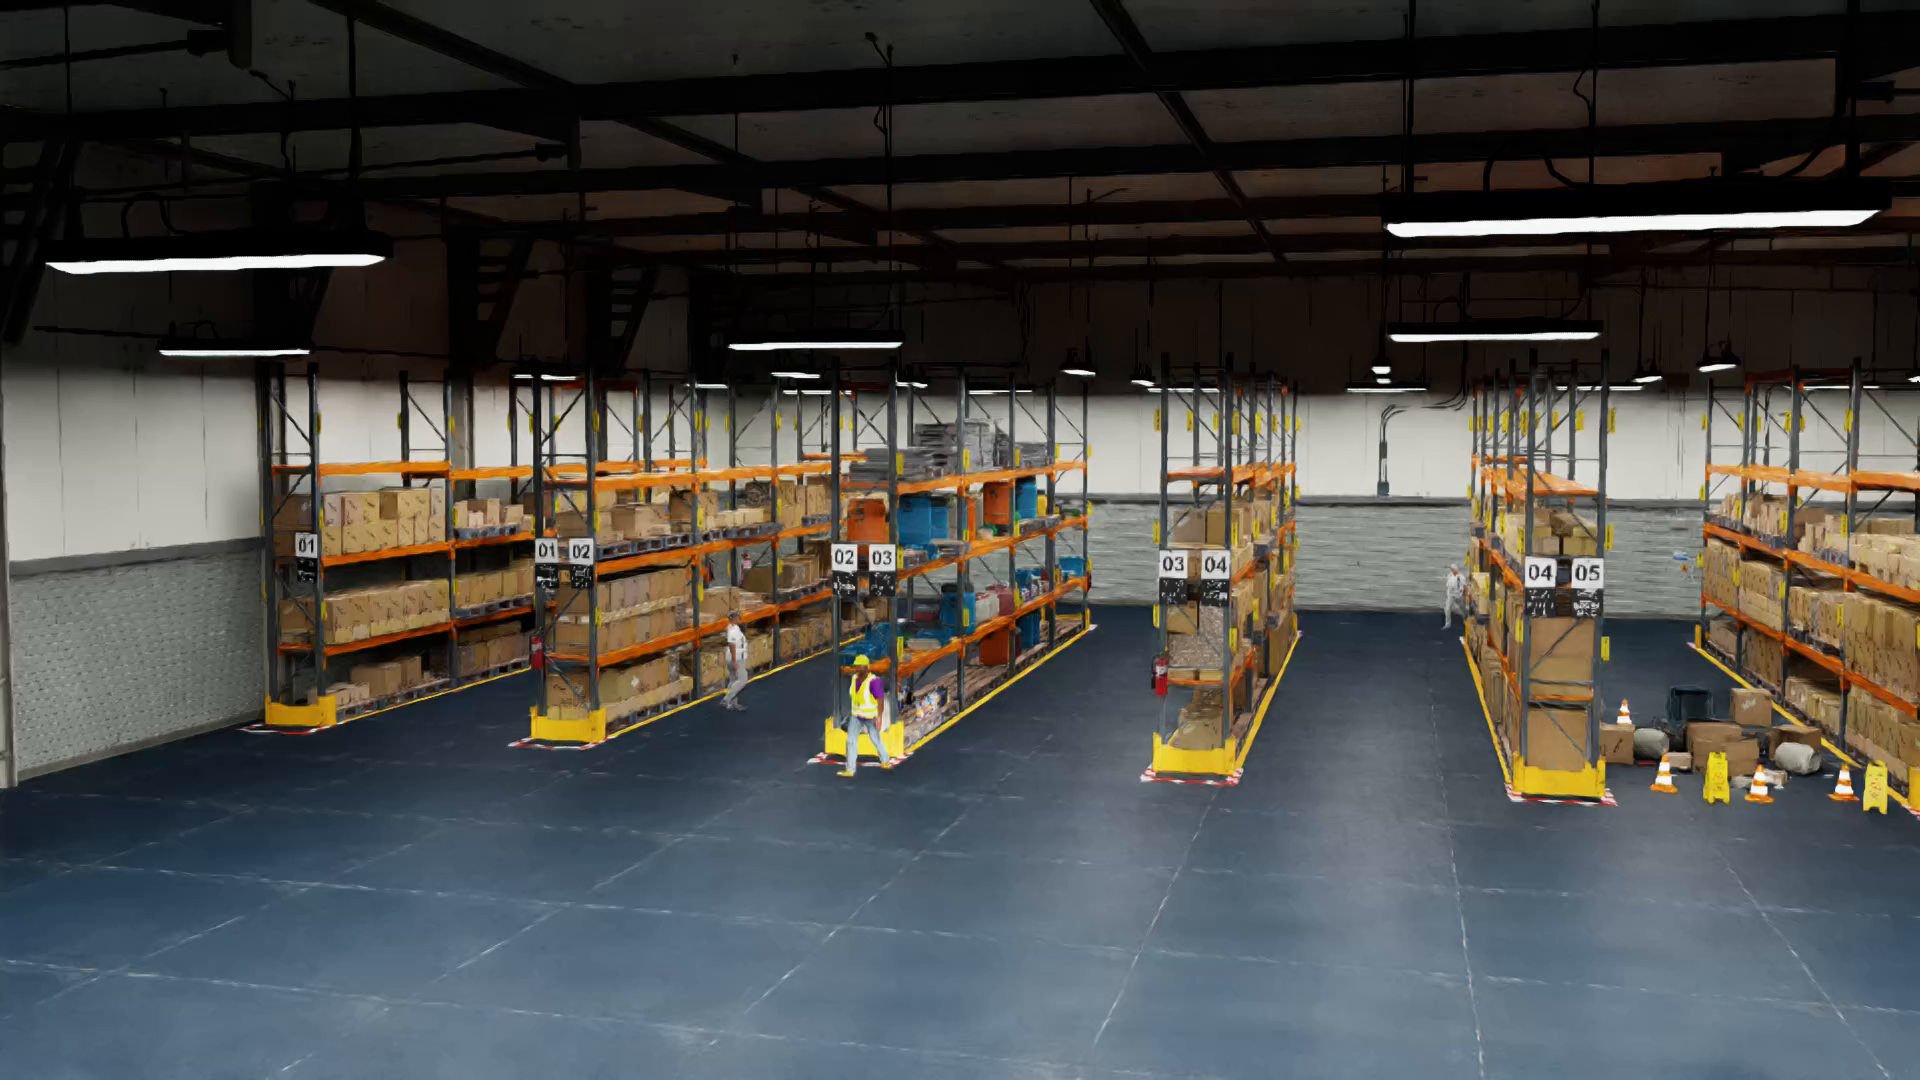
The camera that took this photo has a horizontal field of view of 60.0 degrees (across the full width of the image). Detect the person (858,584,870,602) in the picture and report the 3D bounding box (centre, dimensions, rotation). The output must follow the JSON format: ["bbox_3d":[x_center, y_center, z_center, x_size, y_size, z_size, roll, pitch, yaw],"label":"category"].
[{"bbox_3d":[-2.623,1.045,44.824,0.637,1.626,0.508,1,4,13],"label":"person"}]

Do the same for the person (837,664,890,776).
[{"bbox_3d":[-1.323,2.500,23.632,0.603,1.690,0.939,2,5,31],"label":"person"}]

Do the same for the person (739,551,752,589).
[{"bbox_3d":[-5.668,1.080,44.327,0.638,1.588,0.528,-3,5,-40],"label":"person"}]

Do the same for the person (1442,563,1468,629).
[{"bbox_3d":[12.116,1.355,40.489,0.527,1.594,0.939,3,5,35],"label":"person"}]

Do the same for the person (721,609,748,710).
[{"bbox_3d":[-3.928,2.091,28.922,0.467,1.755,0.578,-1,4,-12],"label":"person"}]
